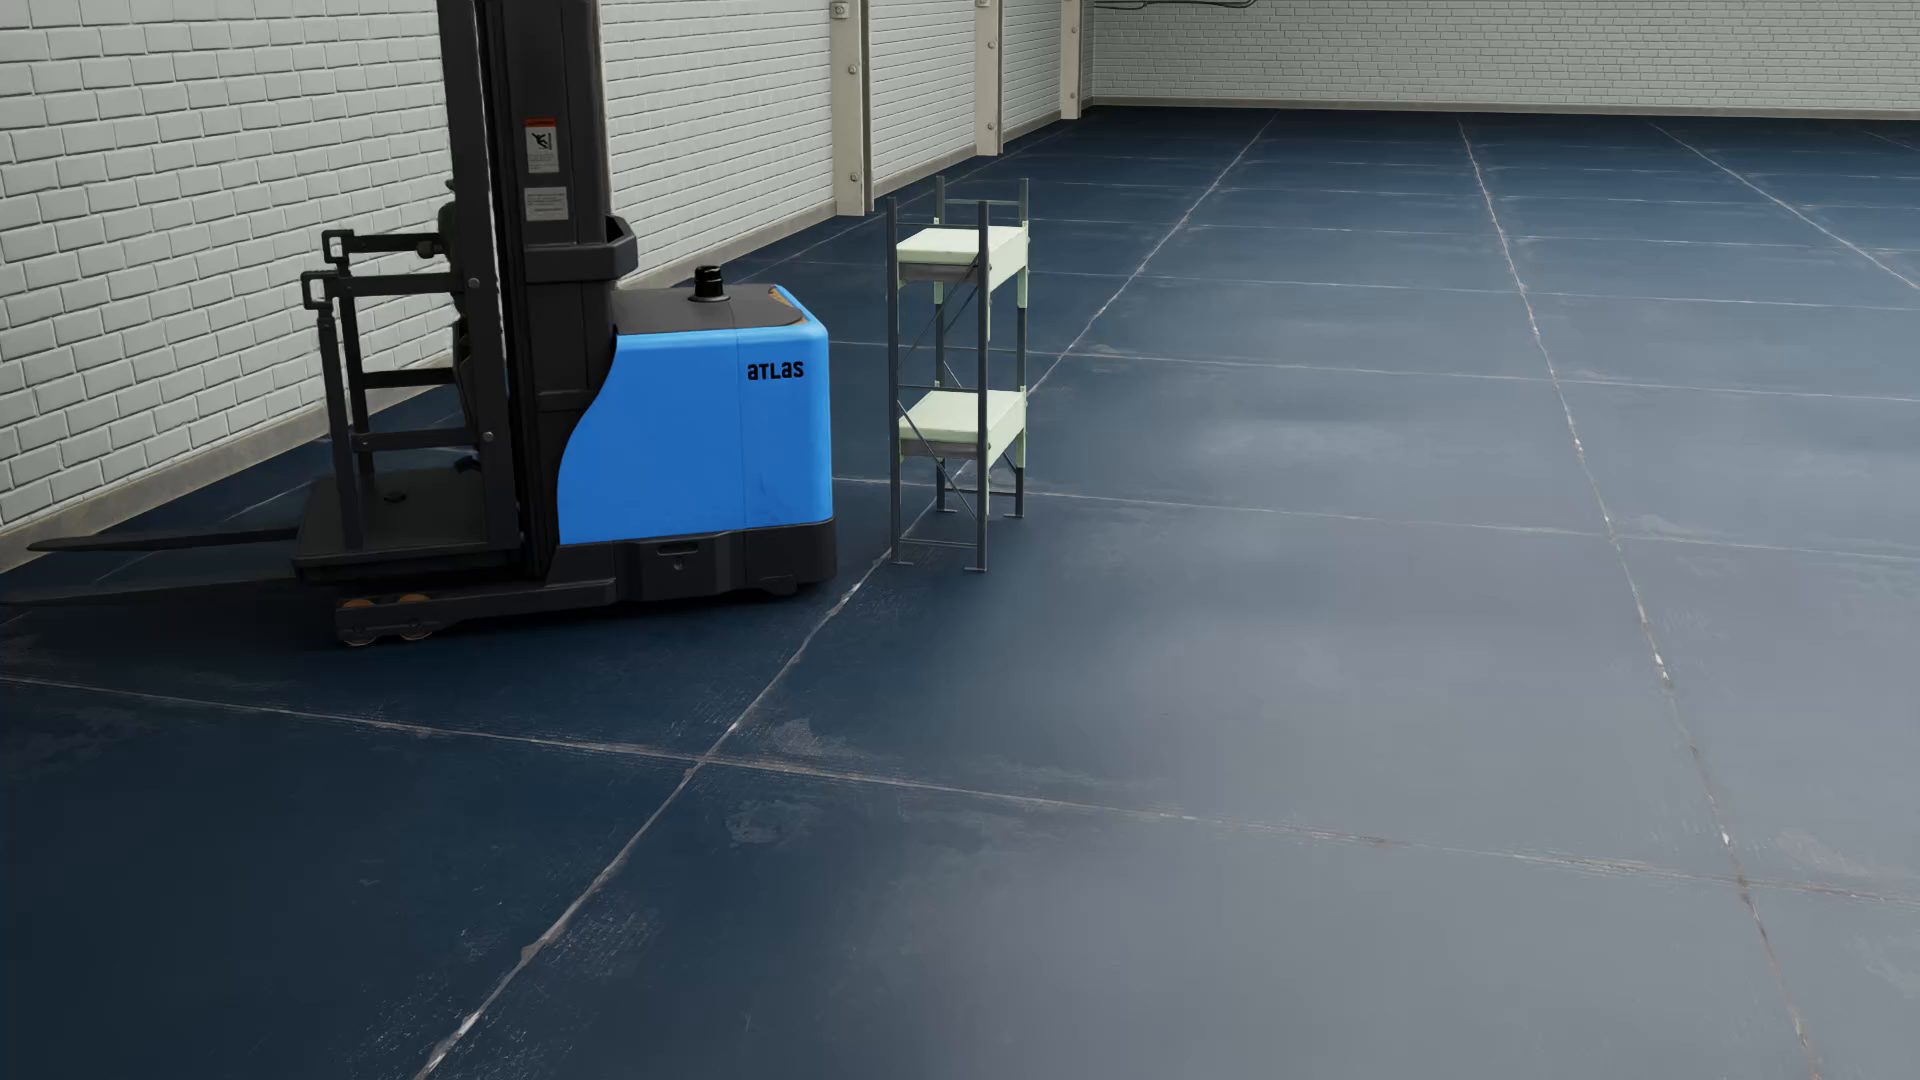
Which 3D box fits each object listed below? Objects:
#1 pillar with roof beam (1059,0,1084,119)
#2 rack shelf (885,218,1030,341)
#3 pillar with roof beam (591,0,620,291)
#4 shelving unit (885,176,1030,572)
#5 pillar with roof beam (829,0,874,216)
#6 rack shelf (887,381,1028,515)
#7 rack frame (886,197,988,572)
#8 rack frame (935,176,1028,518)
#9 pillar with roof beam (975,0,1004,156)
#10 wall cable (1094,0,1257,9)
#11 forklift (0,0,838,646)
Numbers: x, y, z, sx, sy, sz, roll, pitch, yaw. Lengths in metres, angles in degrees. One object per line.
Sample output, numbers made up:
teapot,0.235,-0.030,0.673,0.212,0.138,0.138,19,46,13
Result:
pillar with roof beam,6.025,-11.016,25.516,9.100,9.000,0.400,5,19,13
rack shelf,0.002,-1.081,6.825,0.431,0.370,0.720,5,19,13
pillar with roof beam,1.627,-5.374,8.998,9.100,9.000,0.400,5,19,13
shelving unit,0.002,-0.712,6.951,0.431,1.500,0.755,5,19,13
pillar with roof beam,3.093,-7.254,14.504,9.100,9.000,0.400,5,19,13
rack shelf,0.002,-0.403,7.057,0.431,0.370,0.720,5,19,13
rack frame,-0.088,-0.597,6.615,0.400,1.500,0.023,5,19,13
rack frame,0.091,-0.827,7.287,0.400,1.500,0.023,5,19,13
pillar with roof beam,4.559,-9.135,20.010,9.100,9.000,0.400,5,19,13
wall cable,3.852,-10.705,29.411,3.097,2.526,0.112,5,19,13
forklift,-2.060,-1.191,6.141,3.031,2.935,1.130,-5,20,-15
